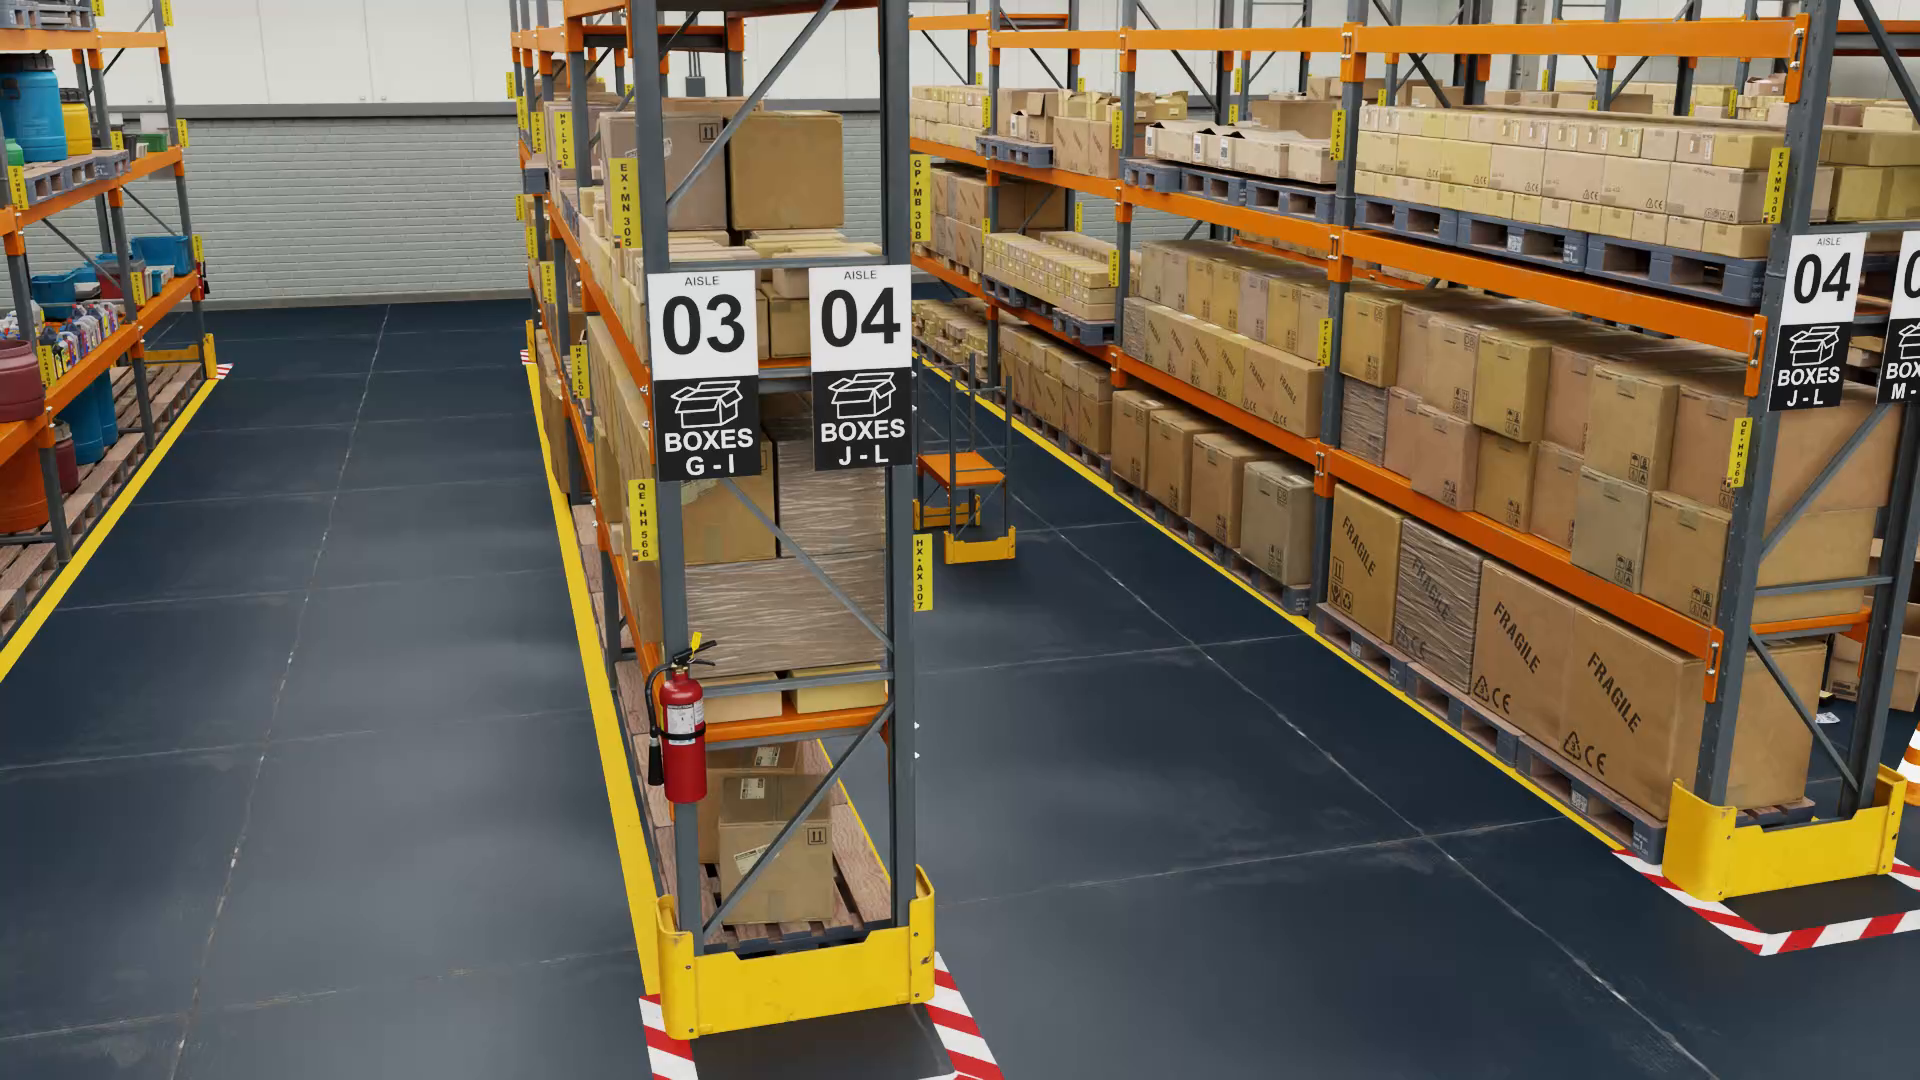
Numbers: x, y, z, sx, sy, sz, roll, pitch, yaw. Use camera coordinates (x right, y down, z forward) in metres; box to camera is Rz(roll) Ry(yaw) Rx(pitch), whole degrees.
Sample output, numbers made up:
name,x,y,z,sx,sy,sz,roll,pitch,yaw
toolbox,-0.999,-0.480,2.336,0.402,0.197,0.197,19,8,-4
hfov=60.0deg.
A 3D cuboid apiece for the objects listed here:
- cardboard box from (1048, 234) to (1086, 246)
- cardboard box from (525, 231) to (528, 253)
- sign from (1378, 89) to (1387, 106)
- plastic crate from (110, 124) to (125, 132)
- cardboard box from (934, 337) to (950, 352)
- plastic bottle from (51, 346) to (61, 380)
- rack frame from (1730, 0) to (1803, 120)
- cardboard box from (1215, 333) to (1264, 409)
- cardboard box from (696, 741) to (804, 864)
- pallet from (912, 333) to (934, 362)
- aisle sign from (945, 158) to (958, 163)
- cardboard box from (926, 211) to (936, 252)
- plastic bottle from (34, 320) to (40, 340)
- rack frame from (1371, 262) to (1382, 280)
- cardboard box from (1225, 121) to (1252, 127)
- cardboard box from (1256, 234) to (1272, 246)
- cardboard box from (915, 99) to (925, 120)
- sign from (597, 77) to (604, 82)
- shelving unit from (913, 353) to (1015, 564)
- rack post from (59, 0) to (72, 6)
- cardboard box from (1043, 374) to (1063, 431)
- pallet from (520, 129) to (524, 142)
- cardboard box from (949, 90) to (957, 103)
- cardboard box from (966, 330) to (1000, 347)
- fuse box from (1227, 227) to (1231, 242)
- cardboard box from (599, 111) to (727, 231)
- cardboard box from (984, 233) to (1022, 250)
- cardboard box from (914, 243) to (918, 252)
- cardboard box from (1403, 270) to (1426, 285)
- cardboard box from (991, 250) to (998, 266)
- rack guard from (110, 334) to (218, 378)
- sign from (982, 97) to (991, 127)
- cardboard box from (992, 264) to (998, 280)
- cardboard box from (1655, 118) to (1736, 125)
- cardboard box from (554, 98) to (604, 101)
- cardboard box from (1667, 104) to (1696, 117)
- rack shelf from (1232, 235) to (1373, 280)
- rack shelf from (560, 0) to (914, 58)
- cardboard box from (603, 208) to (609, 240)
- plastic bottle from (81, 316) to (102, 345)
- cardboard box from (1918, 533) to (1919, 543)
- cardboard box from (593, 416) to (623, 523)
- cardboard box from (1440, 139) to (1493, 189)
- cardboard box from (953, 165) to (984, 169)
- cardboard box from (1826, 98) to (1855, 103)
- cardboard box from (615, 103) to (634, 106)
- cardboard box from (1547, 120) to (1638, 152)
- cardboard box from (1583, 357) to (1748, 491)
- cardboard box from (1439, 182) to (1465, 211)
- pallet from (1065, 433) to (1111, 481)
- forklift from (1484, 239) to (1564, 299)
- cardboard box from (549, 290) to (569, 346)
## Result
name,x,y,z,sx,sy,sz,roll,pitch,yaw
cardboard box,1.188,-3.287,18.355,0.380,0.149,0.250,-5,17,-17
cardboard box,-5.209,-3.750,20.967,0.500,0.250,0.500,-5,17,-17
sign,5.013,-5.189,19.761,0.100,0.325,0.005,-5,17,-15
plastic crate,-10.005,-4.688,19.357,0.497,0.269,0.590,-5,17,-15
cardboard box,-0.111,-2.511,21.324,0.380,0.149,0.250,-6,18,-18
plastic bottle,-7.573,-1.487,13.892,0.061,0.283,0.133,-5,17,-15
rack frame,10.318,-6.778,20.873,1.000,3.000,0.127,-5,17,-15
cardboard box,2.335,-1.329,12.990,0.500,0.500,0.500,-5,17,-15
cardboard box,-1.037,1.251,8.188,0.500,0.500,0.500,0,17,-1
pallet,-0.074,-2.614,22.287,1.003,0.211,1.213,-5,17,-15
aisle sign,-0.016,-5.487,22.486,0.394,0.787,0.004,-5,17,-15
cardboard box,-0.132,-3.960,21.230,0.500,0.500,0.500,-4,17,-15
plastic bottle,-8.768,-1.996,15.729,0.097,0.201,0.097,0,17,0
rack frame,5.547,-3.511,20.426,1.000,3.000,0.127,-5,17,-15
cardboard box,2.490,-3.363,13.970,0.500,0.311,0.500,-5,17,-15
cardboard box,4.469,-4.372,23.119,0.500,0.500,0.500,-5,17,-16
cardboard box,-0.269,-5.516,21.279,0.500,0.250,0.500,-5,17,-16
sign,-4.555,-5.696,21.084,0.100,0.325,0.005,-5,17,-15
shelving unit,0.021,-0.697,13.666,0.587,1.500,1.083,-5,17,-15
rack post,-8.543,-4.937,14.878,0.937,0.300,0.954,-5,17,-16
cardboard box,1.182,-1.439,17.145,0.500,0.500,0.500,-6,18,-18
pallet,-4.867,-5.024,20.402,1.003,0.211,1.213,-5,17,-15
cardboard box,0.086,-5.307,19.891,0.380,0.149,0.250,-5,17,-16
cardboard box,0.283,-2.426,20.006,0.380,0.149,0.250,-5,17,-16
fuse box,4.935,-5.684,29.900,0.539,1.711,0.414,-5,17,-15
cardboard box,-1.353,-1.683,7.568,0.500,0.500,0.500,-5,17,-15
cardboard box,0.481,-3.312,18.436,0.380,0.149,0.250,-4,17,-12
cardboard box,-0.401,-3.895,22.142,0.380,0.149,0.250,-4,17,-13
cardboard box,5.557,-3.153,19.497,0.500,0.250,0.500,-5,17,-17
cardboard box,0.554,-3.098,18.241,0.380,0.149,0.250,-5,17,-16
rack guard,-9.862,-2.251,20.576,1.175,0.500,0.348,-5,17,-15
sign,0.295,-4.731,18.374,0.100,0.325,0.005,-5,17,-15
cardboard box,0.563,-2.951,18.268,0.380,0.149,0.250,-4,17,-14
cardboard box,3.979,-2.189,8.957,0.380,0.149,0.250,-5,17,-16
cardboard box,-3.441,-3.701,14.942,0.500,0.500,0.500,-4,17,-12
cardboard box,9.792,-5.668,22.137,0.500,0.250,0.500,-5,18,-17
rack shelf,4.997,-3.720,22.371,1.077,0.370,4.000,-5,17,-15
rack shelf,-1.234,-2.488,7.850,1.077,0.370,4.000,-5,17,-15
cardboard box,-1.596,-1.598,8.412,0.380,0.149,0.250,-5,17,-16
plastic bottle,-8.086,-1.952,15.453,0.152,0.276,0.135,-5,17,-15
cardboard box,7.648,0.002,12.780,0.500,0.250,0.500,-6,18,-18
cardboard box,-1.615,-0.434,9.493,0.875,0.500,0.500,-5,17,-15
cardboard box,3.158,-2.199,9.683,0.500,0.250,0.500,-5,17,-16
cardboard box,0.220,-4.620,21.690,0.500,0.500,0.500,-5,18,-17
cardboard box,10.399,-5.144,19.664,0.380,0.149,0.250,-5,17,-15
cardboard box,-2.360,-3.092,12.774,0.500,0.500,0.500,-5,17,-15
cardboard box,3.345,-2.138,8.787,0.380,0.149,0.250,-5,17,-16
cardboard box,3.808,-0.612,8.637,0.875,0.550,0.550,-5,17,-15
cardboard box,3.068,-2.035,9.832,0.380,0.149,0.250,-5,17,-16
pallet,1.701,-0.866,16.468,1.003,0.211,1.213,-5,17,-15
forklift,5.335,-1.730,14.618,3.031,2.935,1.130,4,17,14
cardboard box,-3.534,-2.068,15.447,0.500,0.500,0.500,-5,18,-17
